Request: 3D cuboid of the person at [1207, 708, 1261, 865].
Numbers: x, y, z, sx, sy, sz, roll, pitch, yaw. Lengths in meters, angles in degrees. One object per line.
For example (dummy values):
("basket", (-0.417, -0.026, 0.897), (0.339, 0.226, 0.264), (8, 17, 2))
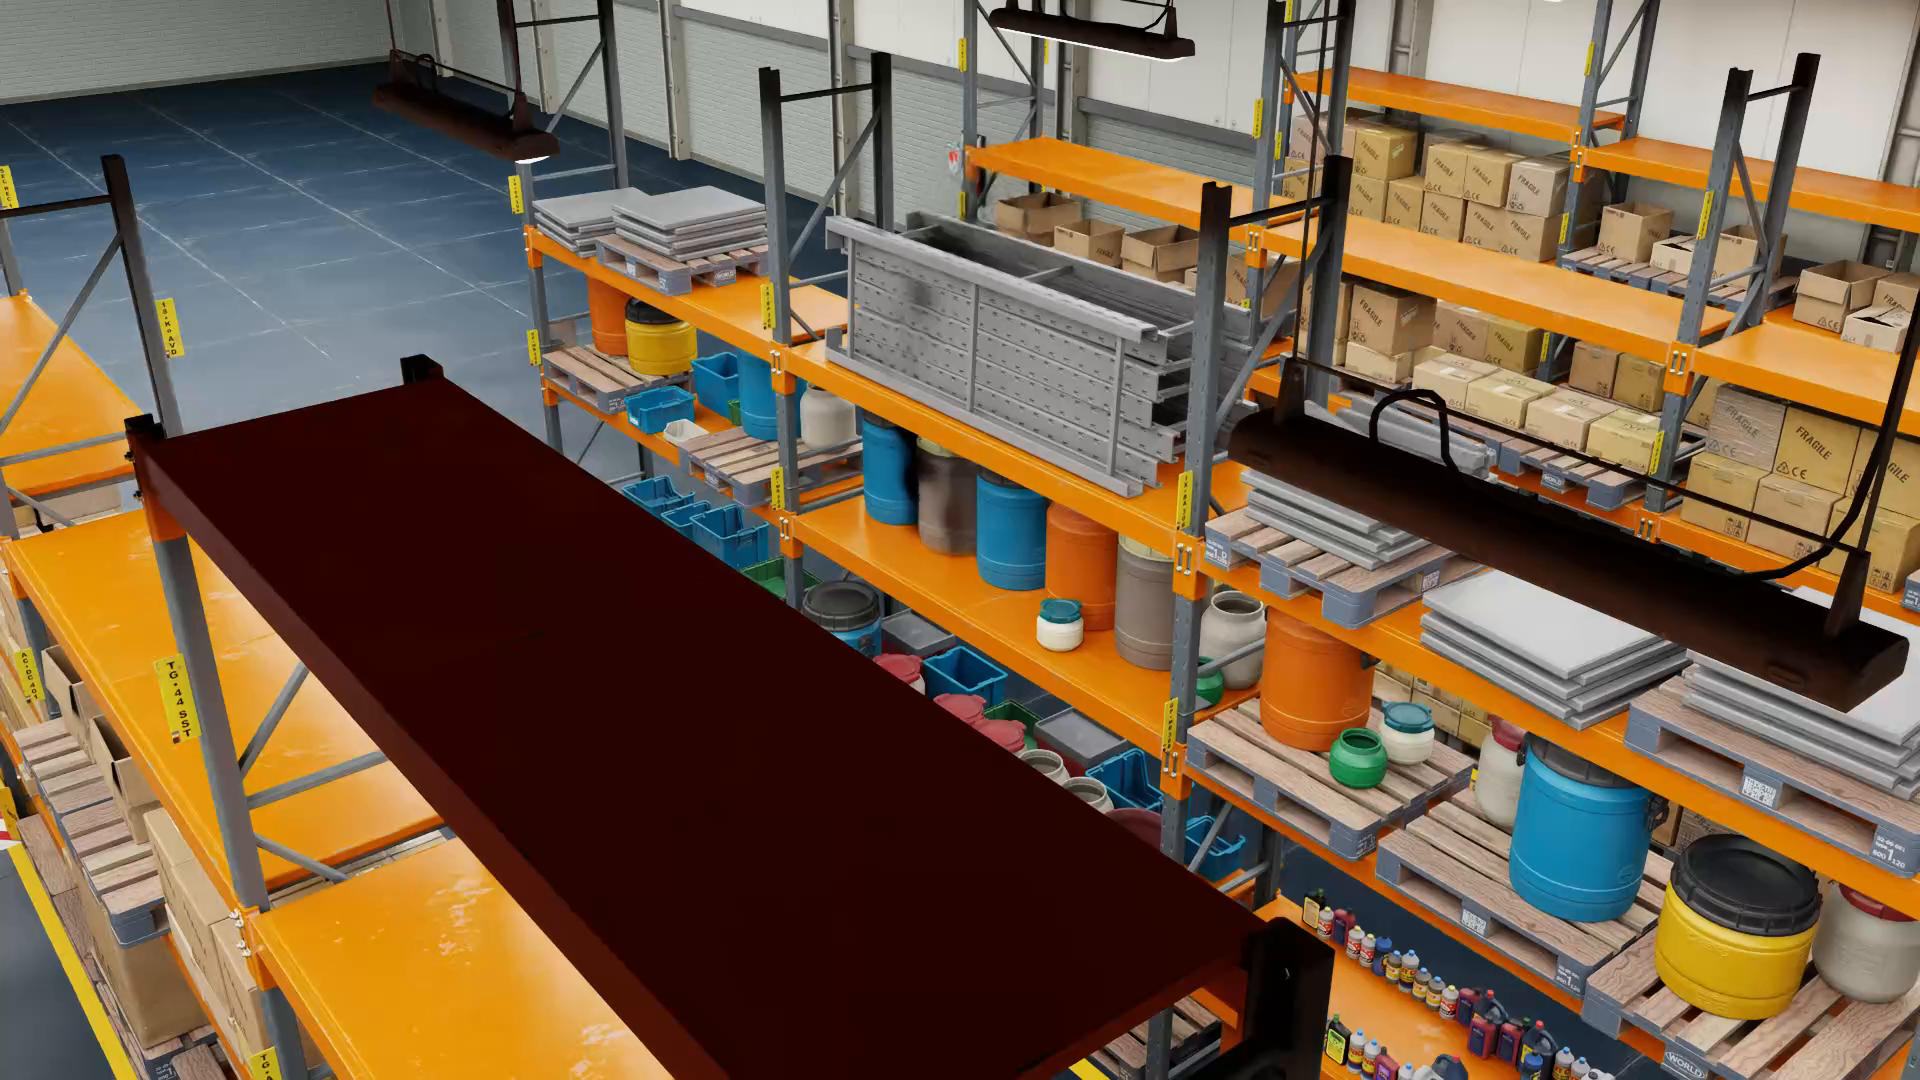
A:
("person", (2.085, 1.609, 12.232), (0.730, 1.841, 0.773), (-21, 33, -36))
